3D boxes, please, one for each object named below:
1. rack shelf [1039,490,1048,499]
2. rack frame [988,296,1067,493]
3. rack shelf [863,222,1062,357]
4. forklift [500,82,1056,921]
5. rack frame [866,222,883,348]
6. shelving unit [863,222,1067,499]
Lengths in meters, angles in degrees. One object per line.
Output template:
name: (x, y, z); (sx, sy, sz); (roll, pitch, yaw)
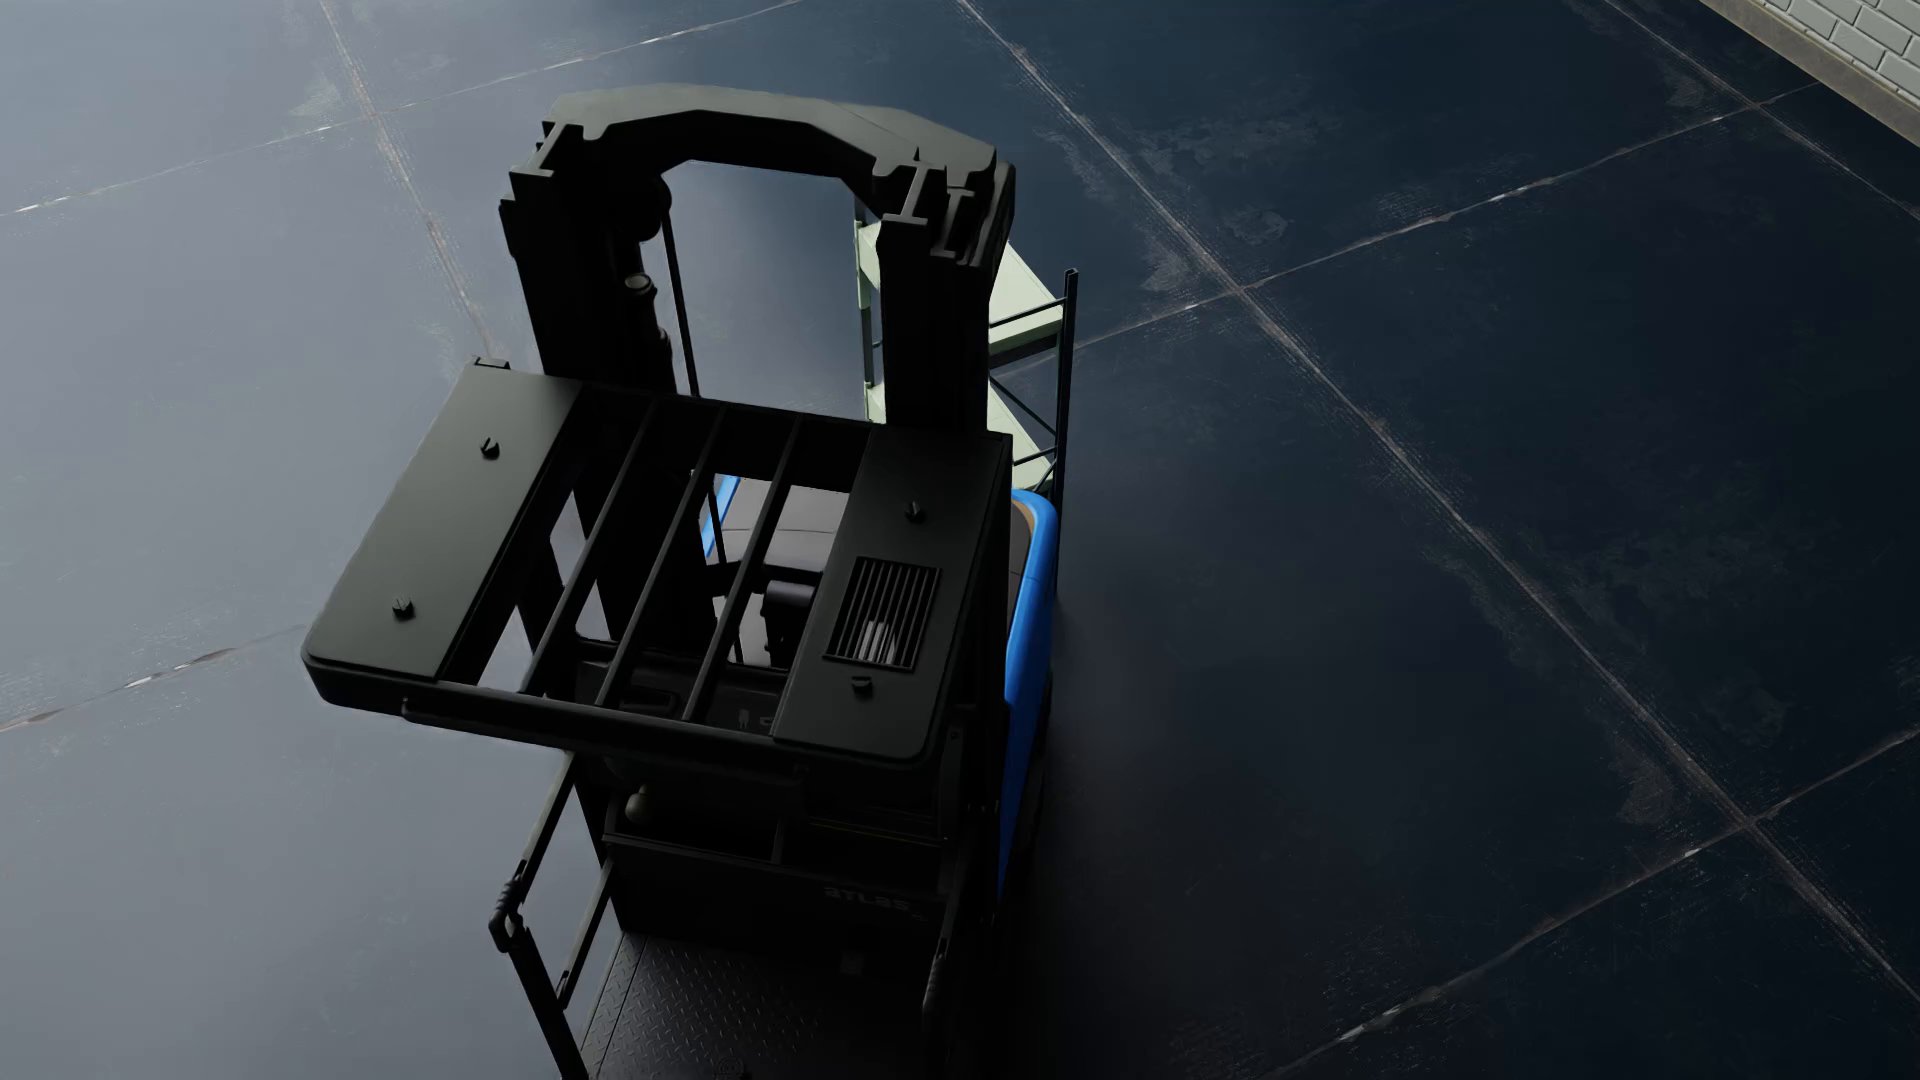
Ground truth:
rack shelf: (0.003, -0.322, 5.873); (0.332, 0.071, 0.664); (-21, 52, -18)
rack frame: (0.172, -0.245, 5.468); (0.380, 1.308, 0.010); (-21, 52, -18)
rack shelf: (0.003, -0.834, 5.287); (0.368, 0.052, 0.686); (-21, 52, -18)
forklift: (-0.501, 0.620, 3.761); (1.109, 2.935, 3.031); (9, 49, 8)
rack frame: (-0.163, -0.735, 5.896); (0.380, 1.308, 0.010); (-21, 52, -18)
shelving unit: (0.004, -0.490, 5.682); (0.380, 1.308, 0.742); (-21, 52, -18)
